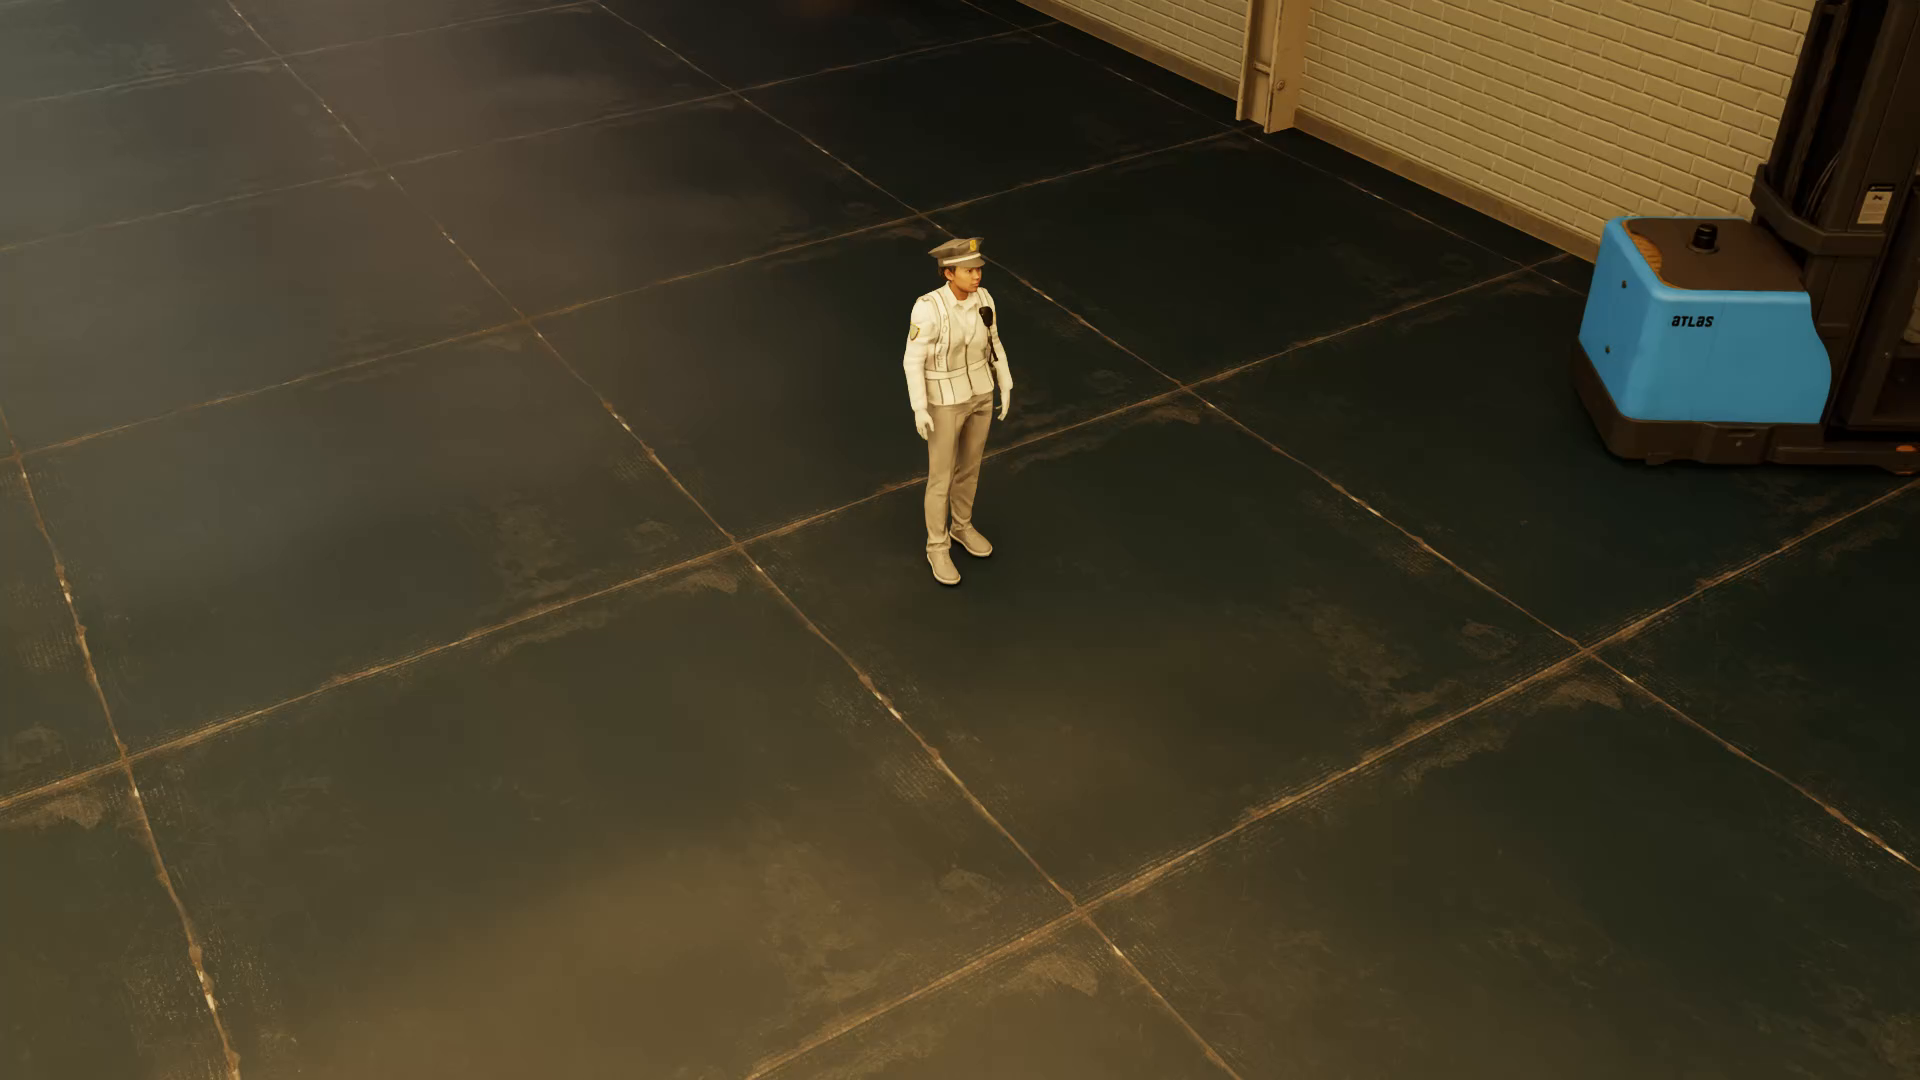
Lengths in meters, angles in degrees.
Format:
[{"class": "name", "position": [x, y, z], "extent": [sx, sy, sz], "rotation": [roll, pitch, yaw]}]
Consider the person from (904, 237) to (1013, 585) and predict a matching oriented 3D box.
[{"class": "person", "position": [0.032, -0.664, 8.155], "extent": [0.586, 1.694, 0.530], "rotation": [-21, 40, -27]}]

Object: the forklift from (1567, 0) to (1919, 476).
[{"class": "forklift", "position": [5.149, -1.864, 8.800], "extent": [3.031, 2.935, 1.130], "rotation": [1, 35, 2]}]
